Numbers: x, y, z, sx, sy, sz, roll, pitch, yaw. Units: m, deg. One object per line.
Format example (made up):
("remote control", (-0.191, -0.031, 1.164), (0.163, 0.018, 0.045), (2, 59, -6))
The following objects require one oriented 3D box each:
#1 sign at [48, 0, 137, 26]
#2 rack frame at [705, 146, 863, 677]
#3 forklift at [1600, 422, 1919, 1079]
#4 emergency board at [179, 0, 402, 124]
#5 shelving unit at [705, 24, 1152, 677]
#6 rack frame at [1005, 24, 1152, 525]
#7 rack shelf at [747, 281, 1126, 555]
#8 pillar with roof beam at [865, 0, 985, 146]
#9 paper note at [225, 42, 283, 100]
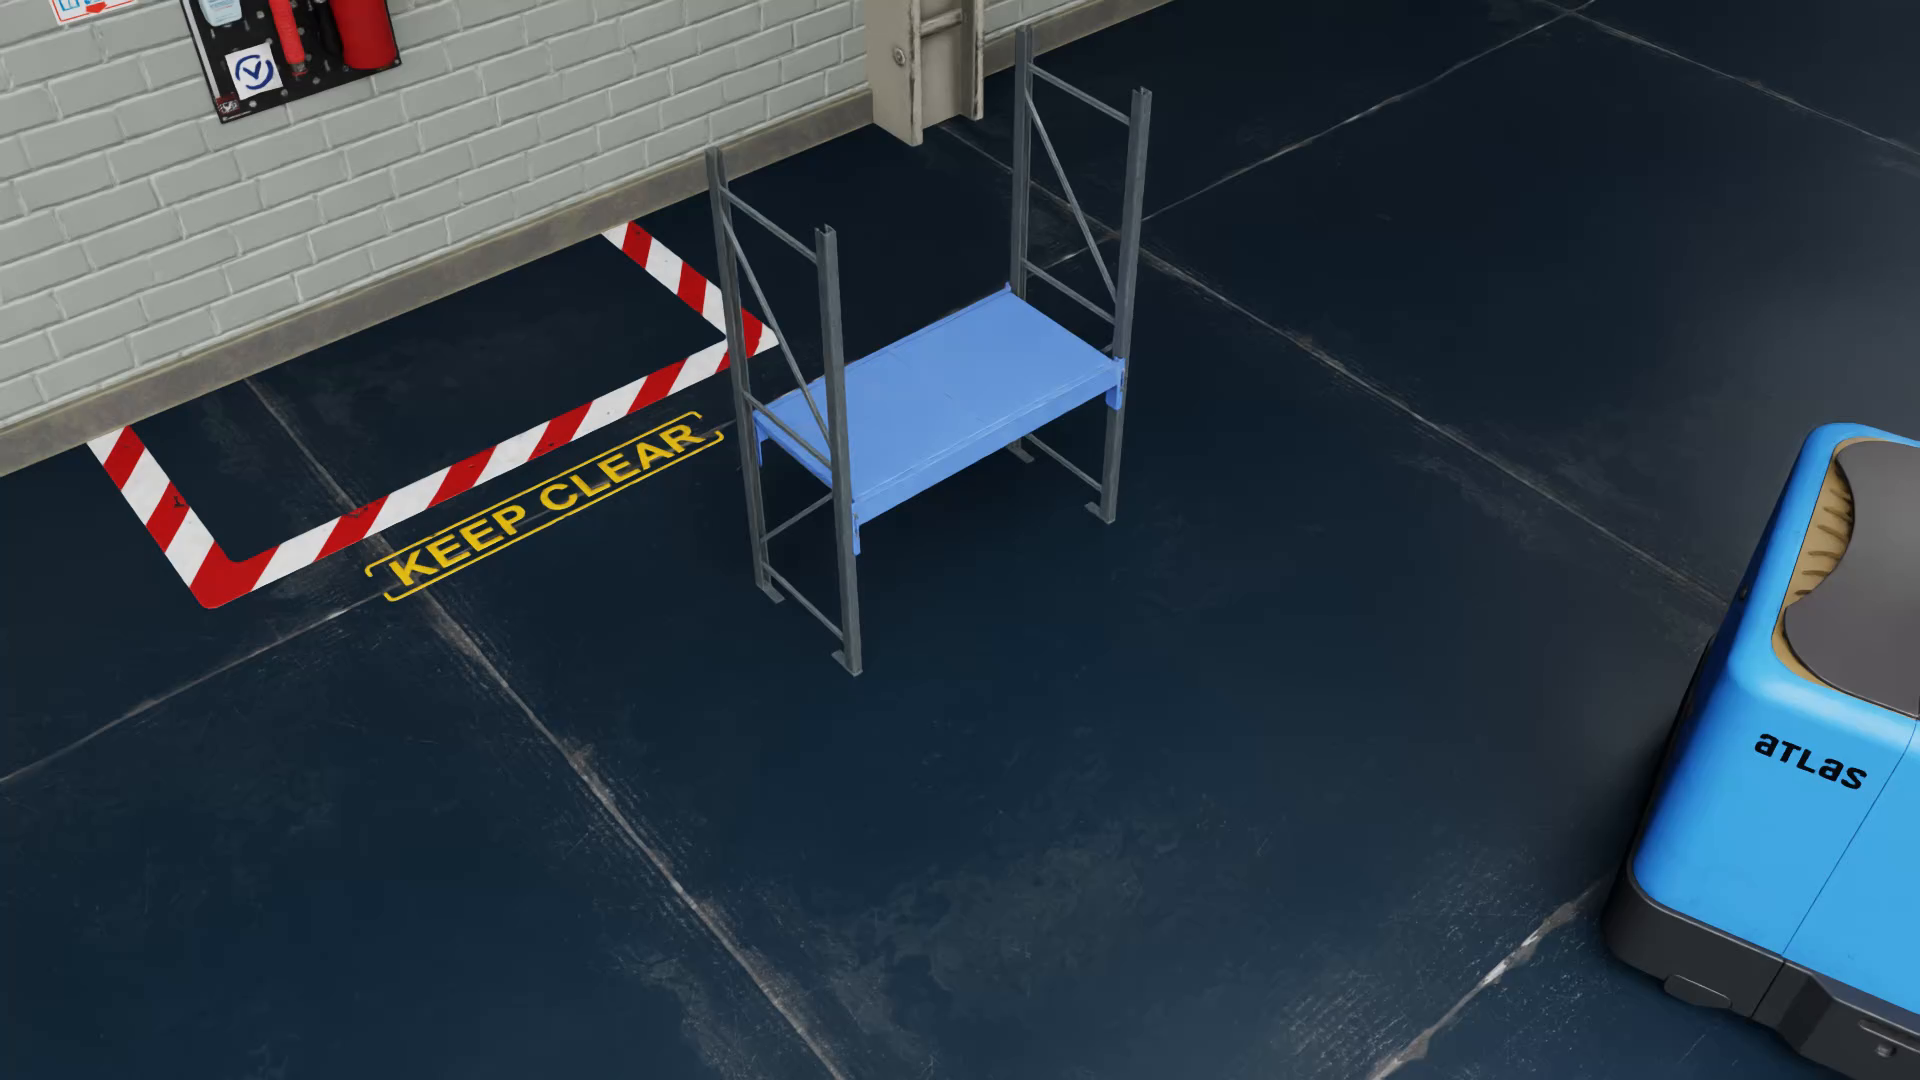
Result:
("sign", (-2.555, -1.678, 4.820), (0.234, 0.329, 0.001), (-30, 51, -28))
("rack frame", (-0.455, -0.286, 4.459), (0.032, 1.500, 0.500), (-30, 51, -28))
("forklift", (3.114, 0.209, 2.886), (3.031, 2.935, 1.130), (22, 48, 22))
("emergency board", (-2.065, -1.854, 5.033), (0.643, 1.169, 0.194), (-30, 51, -28))
("shelving unit", (-0.065, -0.509, 4.697), (1.048, 1.500, 0.538), (-30, 51, -28))
("rack frame", (0.325, -0.732, 4.934), (0.032, 1.500, 0.500), (-30, 51, -28))
("rack shelf", (-0.065, -0.378, 4.820), (1.000, 0.185, 0.538), (-30, 51, -28))
("pillar with roof beam", (2.618, -2.846, 1.707), (0.400, 9.000, 9.100), (-30, 51, -28))
("paper note", (-2.245, -1.491, 5.290), (0.142, 0.148, 0.016), (-30, 51, -28))
